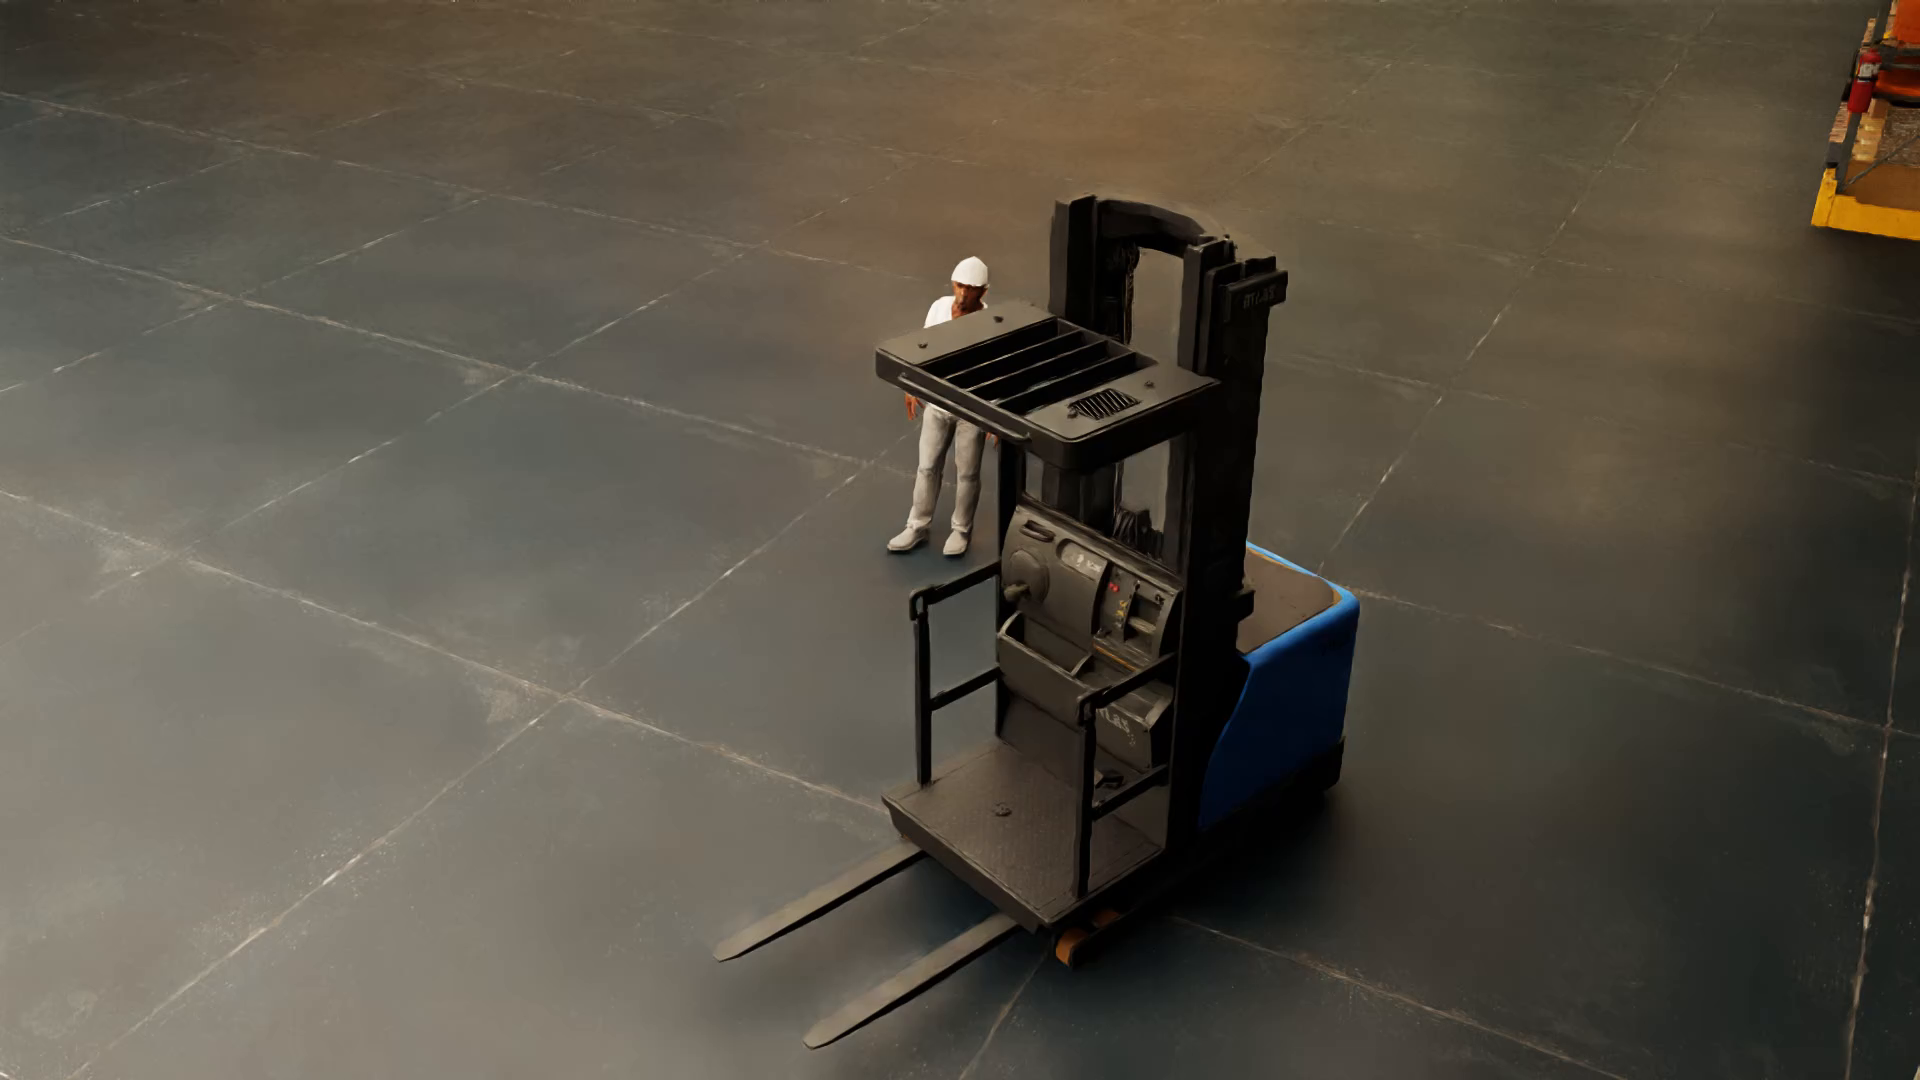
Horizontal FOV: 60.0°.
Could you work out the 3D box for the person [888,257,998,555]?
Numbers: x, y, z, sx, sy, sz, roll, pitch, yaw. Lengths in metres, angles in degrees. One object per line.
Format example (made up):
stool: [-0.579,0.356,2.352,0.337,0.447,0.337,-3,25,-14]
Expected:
person: [-0.038,-0.742,9.507,0.665,1.766,0.576,15,33,25]

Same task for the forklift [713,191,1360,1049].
forklift: [0.363,0.212,6.702,3.031,2.935,1.130,-24,37,-35]
